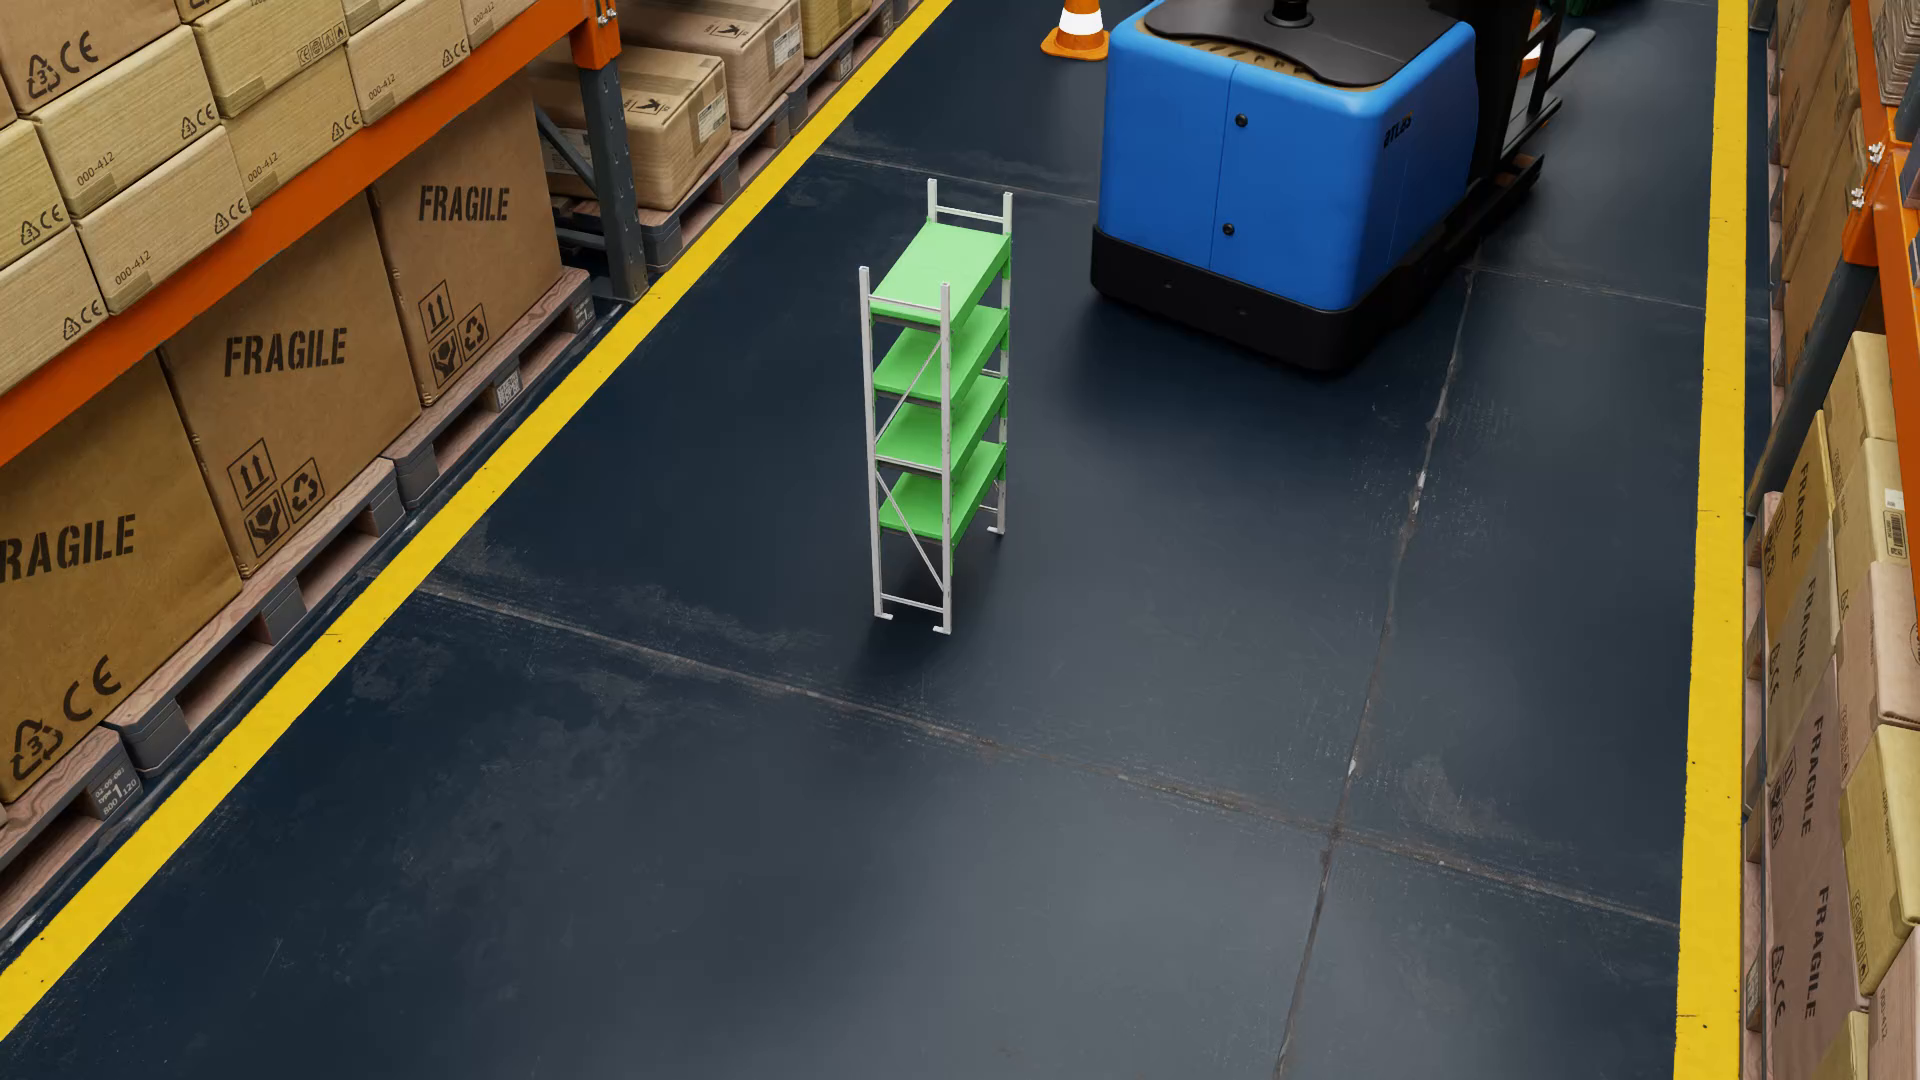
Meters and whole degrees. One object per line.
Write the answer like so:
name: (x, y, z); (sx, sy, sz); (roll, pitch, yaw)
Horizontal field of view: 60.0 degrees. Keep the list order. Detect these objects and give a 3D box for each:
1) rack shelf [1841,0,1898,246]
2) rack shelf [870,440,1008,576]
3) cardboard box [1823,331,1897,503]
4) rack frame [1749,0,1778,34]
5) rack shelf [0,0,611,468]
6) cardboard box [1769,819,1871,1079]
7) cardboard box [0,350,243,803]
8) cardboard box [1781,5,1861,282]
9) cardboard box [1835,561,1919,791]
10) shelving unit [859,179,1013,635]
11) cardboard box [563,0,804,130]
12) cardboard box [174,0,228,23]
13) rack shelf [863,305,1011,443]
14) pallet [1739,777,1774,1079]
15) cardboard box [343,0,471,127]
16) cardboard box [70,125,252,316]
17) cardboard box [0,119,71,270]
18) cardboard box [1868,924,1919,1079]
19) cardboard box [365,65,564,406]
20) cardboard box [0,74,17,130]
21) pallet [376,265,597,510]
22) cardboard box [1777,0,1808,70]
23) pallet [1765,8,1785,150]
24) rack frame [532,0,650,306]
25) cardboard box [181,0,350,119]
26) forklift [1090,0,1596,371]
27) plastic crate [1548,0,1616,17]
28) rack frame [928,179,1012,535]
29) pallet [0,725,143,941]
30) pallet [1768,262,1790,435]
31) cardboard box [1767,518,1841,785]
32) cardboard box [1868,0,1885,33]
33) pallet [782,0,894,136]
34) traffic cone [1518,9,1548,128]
rack shelf: (3.691, -2.083, 5.934); (1.077, 0.370, 4.000); (13, 42, 15)
rack shelf: (-0.057, -0.124, 4.939); (0.258, 0.148, 0.480); (13, 42, 15)
cardboard box: (2.544, -0.264, 4.273); (0.500, 0.250, 0.500); (11, 42, 13)
rack frame: (4.375, -3.576, 7.130); (1.000, 3.000, 0.127); (13, 42, 15)
rack shelf: (-2.363, -0.680, 4.290); (1.077, 0.370, 4.000); (13, 42, 15)
cardboard box: (2.011, 0.962, 3.413); (0.500, 0.500, 0.500); (12, 42, 14)
cardboard box: (-2.608, -0.034, 4.292); (0.875, 0.875, 0.875); (14, 43, 16)
cardboard box: (3.596, -1.326, 5.903); (1.050, 0.750, 0.750); (14, 42, 16)
cardboard box: (2.189, 0.345, 3.560); (0.500, 0.250, 0.500); (14, 42, 15)
shelving unit: (-0.057, -0.355, 4.742); (0.258, 1.200, 0.503); (13, 42, 15)
cardboard box: (-1.232, -2.128, 7.134); (0.950, 0.372, 0.625); (13, 42, 14)
cardboard box: (-1.954, -1.602, 3.970); (0.500, 0.500, 0.500); (13, 42, 15)
rack shelf: (-0.057, -0.489, 4.628); (0.258, 0.148, 0.480); (13, 42, 15)
pallet: (2.320, 1.142, 3.748); (1.003, 0.211, 1.213); (13, 42, 15)
cardboard box: (-1.768, -1.435, 4.737); (0.500, 0.250, 0.500); (14, 42, 16)
cardboard box: (-2.103, -0.814, 4.009); (0.500, 0.250, 0.500); (13, 42, 14)
cardboard box: (-2.282, -0.699, 3.488); (0.500, 0.250, 0.500); (14, 42, 16)
cardboard box: (1.845, 0.988, 2.805); (0.500, 0.250, 0.500); (15, 43, 17)
cardboard box: (-1.993, -1.122, 5.568); (0.875, 0.875, 0.875); (13, 42, 15)
cardboard box: (-2.304, -0.979, 3.238); (0.500, 0.500, 0.500); (12, 42, 14)
pallet: (-2.019, -0.648, 5.847); (1.003, 0.211, 1.213); (13, 42, 15)
cardboard box: (4.247, -2.481, 7.257); (1.050, 0.750, 0.750); (13, 42, 15)
pallet: (4.182, -2.028, 7.464); (1.003, 0.211, 1.213); (13, 42, 15)
rack frame: (-1.679, -2.173, 5.486); (1.000, 3.000, 0.127); (13, 42, 15)
cardboard box: (-1.934, -1.324, 4.222); (0.500, 0.250, 0.500); (12, 42, 14)
forklift: (1.765, -2.620, 6.063); (1.130, 2.935, 3.031); (25, 47, 27)
plastic crate: (3.203, -2.925, 8.490); (0.662, 0.188, 0.450); (-29, 58, -29)
rack frame: (0.027, -0.504, 4.917); (0.240, 1.200, 0.015); (13, 42, 15)
pallet: (-2.854, 0.840, 4.103); (1.003, 0.211, 1.213); (13, 42, 15)
pallet: (3.348, -0.540, 5.720); (1.003, 0.211, 1.213); (13, 42, 15)
cardboard box: (2.357, 0.337, 4.146); (0.500, 0.500, 0.500); (14, 42, 16)
cardboard box: (3.081, -1.813, 4.986); (0.500, 0.500, 0.500); (13, 42, 15)
pallet: (-0.992, -2.330, 7.819); (1.003, 0.211, 1.213); (13, 42, 15)
traffic cone: (2.497, -2.128, 7.388); (0.336, 0.463, 0.334); (13, 42, 15)
